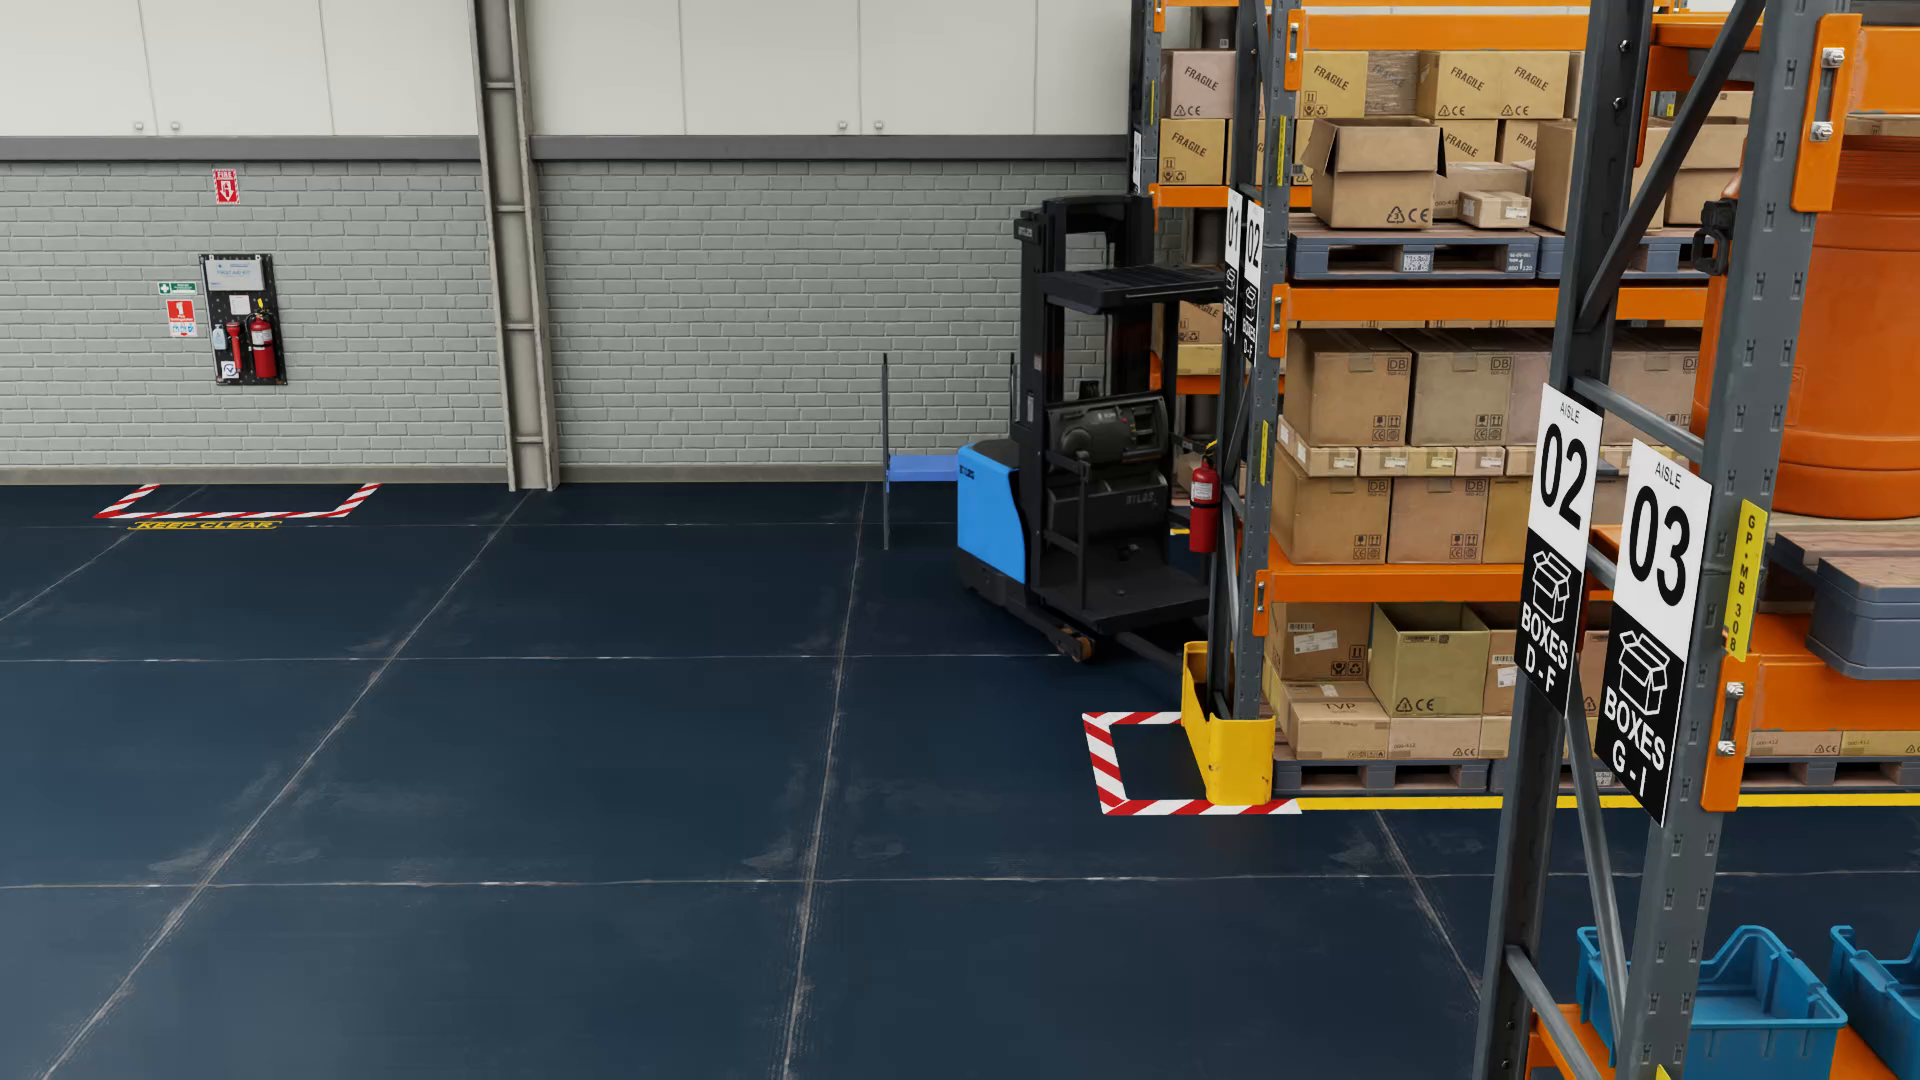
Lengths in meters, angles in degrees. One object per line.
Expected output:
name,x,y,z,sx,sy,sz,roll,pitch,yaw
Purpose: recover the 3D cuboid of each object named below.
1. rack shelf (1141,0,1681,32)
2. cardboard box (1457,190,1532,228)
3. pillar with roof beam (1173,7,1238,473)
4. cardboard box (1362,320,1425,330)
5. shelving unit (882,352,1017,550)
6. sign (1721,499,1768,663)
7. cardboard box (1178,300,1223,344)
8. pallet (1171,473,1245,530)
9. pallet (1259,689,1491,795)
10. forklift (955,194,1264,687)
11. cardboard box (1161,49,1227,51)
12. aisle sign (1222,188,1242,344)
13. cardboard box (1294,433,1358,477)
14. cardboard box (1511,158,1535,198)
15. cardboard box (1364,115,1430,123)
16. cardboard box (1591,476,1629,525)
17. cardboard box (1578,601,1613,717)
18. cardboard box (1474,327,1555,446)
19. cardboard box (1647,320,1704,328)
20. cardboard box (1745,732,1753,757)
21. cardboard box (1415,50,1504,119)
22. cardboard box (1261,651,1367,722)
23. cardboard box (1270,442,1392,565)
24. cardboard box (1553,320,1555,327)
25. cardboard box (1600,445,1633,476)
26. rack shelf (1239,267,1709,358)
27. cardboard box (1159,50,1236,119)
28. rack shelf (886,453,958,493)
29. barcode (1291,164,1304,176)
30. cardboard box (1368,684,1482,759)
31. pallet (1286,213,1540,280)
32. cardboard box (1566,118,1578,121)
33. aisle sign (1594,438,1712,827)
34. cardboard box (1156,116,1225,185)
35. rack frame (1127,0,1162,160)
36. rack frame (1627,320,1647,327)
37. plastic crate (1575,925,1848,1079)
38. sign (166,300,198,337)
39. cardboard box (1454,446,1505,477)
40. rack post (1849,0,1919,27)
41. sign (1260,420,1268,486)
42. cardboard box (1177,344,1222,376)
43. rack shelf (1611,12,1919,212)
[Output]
rack shelf,3.463,-4.198,13.086,4.000,0.370,1.077,0,18,-1
cardboard box,2.724,-1.690,8.490,0.250,0.149,0.380,0,18,-1
pillar with roof beam,2.218,-3.485,9.681,0.400,9.000,9.100,0,18,-1
cardboard box,3.472,-1.888,13.507,0.500,0.500,0.500,0,18,1
shelving unit,-0.085,-0.714,13.317,1.048,1.500,0.538,0,18,-1
sign,1.624,0.085,3.446,0.005,0.325,0.100,0,18,-1
cardboard box,1.945,-1.882,13.488,0.500,0.500,0.500,0,18,-1
pallet,2.352,-0.342,14.267,1.213,0.211,1.003,0,18,-1
pallet,2.309,1.148,9.623,1.213,0.211,1.003,0,18,-1
forklift,1.108,-0.743,11.067,1.130,2.935,3.031,-9,20,-27
cardboard box,1.890,-3.720,13.488,0.500,0.500,0.500,1,18,2
aisle sign,1.475,-1.490,9.027,0.004,0.787,0.394,0,18,-1
cardboard box,1.941,-0.456,8.832,0.250,0.149,0.380,0,18,-1
cardboard box,3.248,-1.904,8.892,0.500,0.311,0.500,2,18,6
cardboard box,3.394,-3.091,13.166,0.500,0.500,0.500,1,18,3
cardboard box,3.560,-0.217,9.151,0.500,0.500,0.700,0,18,1
cardboard box,3.585,0.648,9.203,0.500,0.500,0.500,0,18,-1
cardboard box,3.095,-0.834,8.949,0.500,0.500,0.700,0,18,-1
cardboard box,5.972,-1.945,13.815,0.500,0.500,0.700,0,18,-1
cardboard box,4.085,1.002,9.327,0.500,0.250,0.500,0,18,-1
cardboard box,3.896,-3.560,12.991,0.500,0.500,0.500,-1,18,-3
cardboard box,2.077,0.853,9.791,0.500,0.250,0.500,0,18,-1
cardboard box,2.012,-0.209,9.125,0.500,0.500,0.700,0,18,-1
cardboard box,4.995,-1.894,13.526,0.500,0.500,0.500,0,18,-1
cardboard box,3.478,-0.463,8.854,0.250,0.149,0.380,0,18,0
rack shelf,3.545,-1.259,8.827,4.000,0.370,1.077,0,18,-1
cardboard box,1.852,-3.565,13.007,0.500,0.500,0.500,-2,18,-5
rack shelf,-0.085,-0.542,13.372,1.000,0.185,0.538,0,18,-1
barcode,1.839,-2.017,9.062,0.075,0.075,0.001,0,18,-1
cardboard box,2.585,1.008,9.309,0.500,0.250,0.500,0,18,-1
pallet,2.253,-1.545,8.687,1.213,0.211,1.003,0,18,-1
cardboard box,4.959,-3.103,13.202,0.500,0.500,0.500,0,18,1
aisle sign,1.552,0.202,3.752,0.004,0.787,0.394,0,18,-1
cardboard box,1.802,-3.087,13.152,0.500,0.500,0.500,0,18,1
rack frame,1.463,-4.533,12.945,0.127,3.000,1.000,0,18,-1
rack frame,5.463,-1.695,13.922,0.127,3.000,1.000,0,18,-1
plastic crate,2.115,1.327,4.745,0.616,0.251,0.499,0,18,-1
sign,-6.876,-1.960,14.689,0.234,0.329,0.001,0,18,-1
cardboard box,2.707,-0.459,8.843,0.250,0.149,0.380,-1,18,-2
rack post,2.378,-1.234,3.480,0.954,0.300,0.937,2,18,5
sign,1.548,-0.444,8.473,0.005,0.325,0.100,0,18,-1
cardboard box,1.956,-1.520,13.587,0.500,0.250,0.500,-1,18,-2
rack shelf,3.619,-0.984,3.714,4.000,0.370,1.077,0,18,-1
